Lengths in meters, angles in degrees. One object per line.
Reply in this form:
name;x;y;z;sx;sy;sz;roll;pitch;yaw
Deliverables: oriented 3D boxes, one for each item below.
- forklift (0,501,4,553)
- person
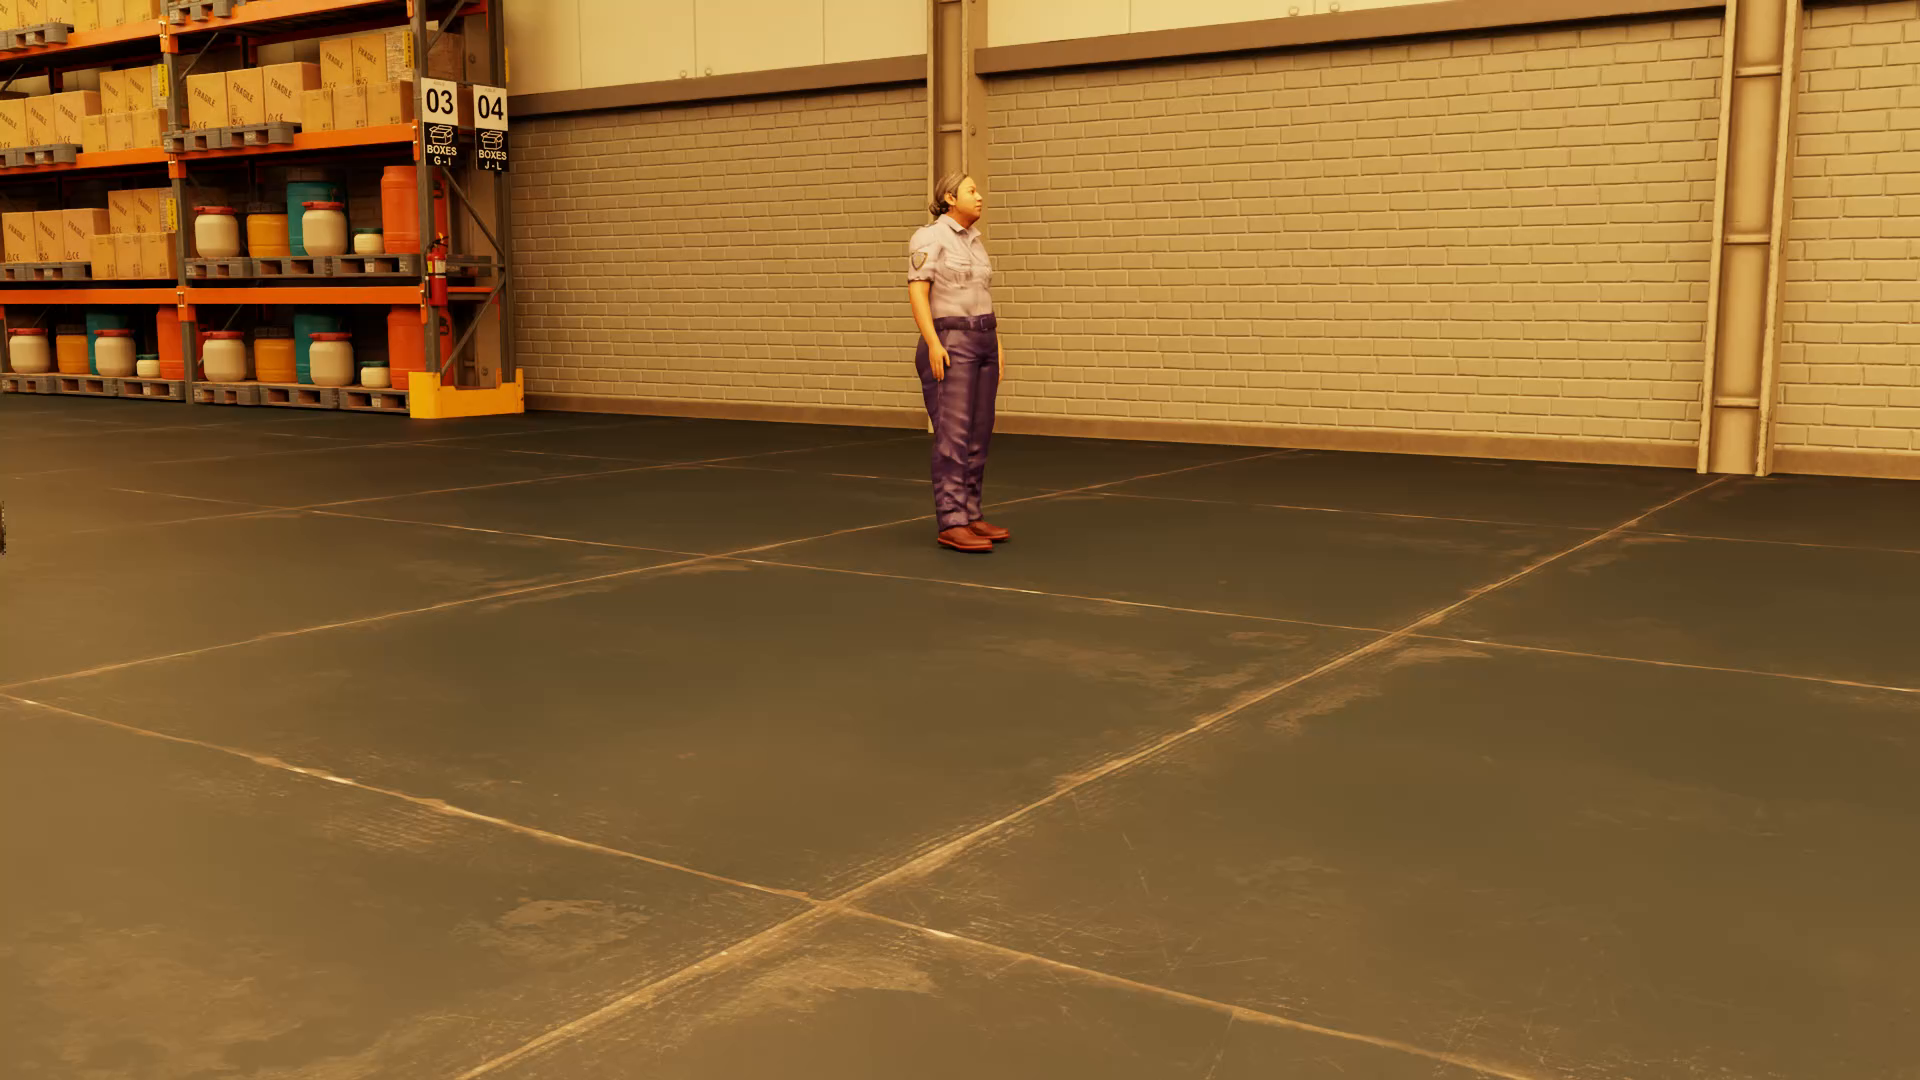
forklift;-5.208;-1.213;5.722;3.031;2.935;1.130;-3;8;-17
person;0.062;-0.813;7.418;0.502;1.651;0.598;5;10;34
